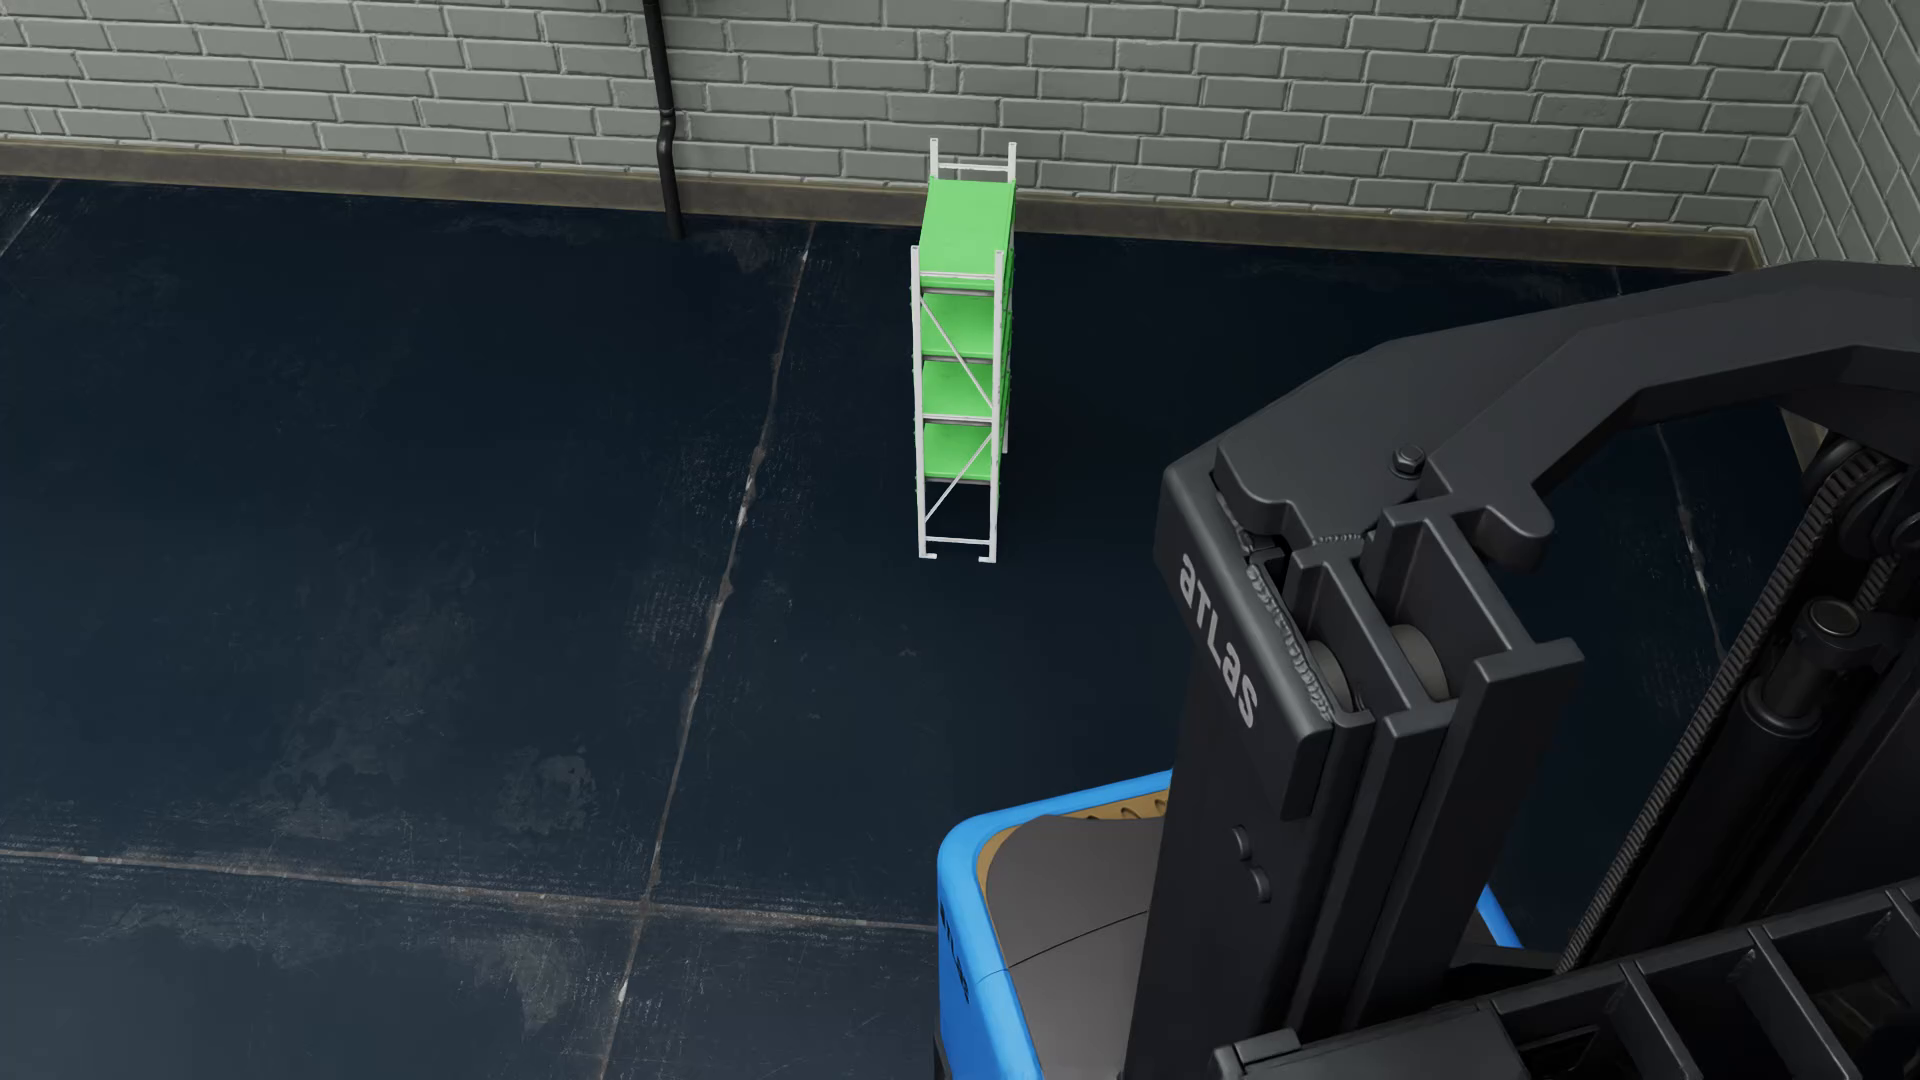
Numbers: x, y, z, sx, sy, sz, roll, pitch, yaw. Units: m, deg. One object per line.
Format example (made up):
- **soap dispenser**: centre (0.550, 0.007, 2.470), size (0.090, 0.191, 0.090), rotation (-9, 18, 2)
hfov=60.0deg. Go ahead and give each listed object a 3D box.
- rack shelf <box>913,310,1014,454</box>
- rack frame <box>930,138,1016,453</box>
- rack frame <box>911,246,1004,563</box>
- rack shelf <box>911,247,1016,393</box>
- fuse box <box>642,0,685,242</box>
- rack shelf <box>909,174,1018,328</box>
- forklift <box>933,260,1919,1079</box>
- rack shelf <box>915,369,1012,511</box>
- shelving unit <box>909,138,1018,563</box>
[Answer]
- **rack shelf**: centre (0.015, -0.483, 4.966), size (0.258, 0.148, 0.480), rotation (4, 48, 4)
- **rack frame**: centre (0.037, -0.706, 5.083), size (0.240, 1.200, 0.015), rotation (4, 48, 4)
- **rack frame**: centre (-0.007, -0.347, 4.755), size (0.240, 1.200, 0.015), rotation (4, 48, 4)
- **rack shelf**: centre (0.015, -0.645, 4.789), size (0.258, 0.148, 0.480), rotation (4, 48, 4)
- **fuse box**: centre (-1.046, -1.702, 5.647), size (0.539, 1.711, 0.414), rotation (4, 48, 4)
- **rack shelf**: centre (0.015, -0.807, 4.611), size (0.258, 0.148, 0.480), rotation (4, 48, 4)
- **forklift**: centre (0.826, 1.252, 2.119), size (1.130, 2.935, 3.031), rotation (-12, 49, -10)
- **rack shelf**: centre (0.015, -0.321, 5.143), size (0.258, 0.148, 0.480), rotation (4, 48, 4)
- **shelving unit**: centre (0.015, -0.527, 4.919), size (0.258, 1.200, 0.503), rotation (4, 48, 4)
